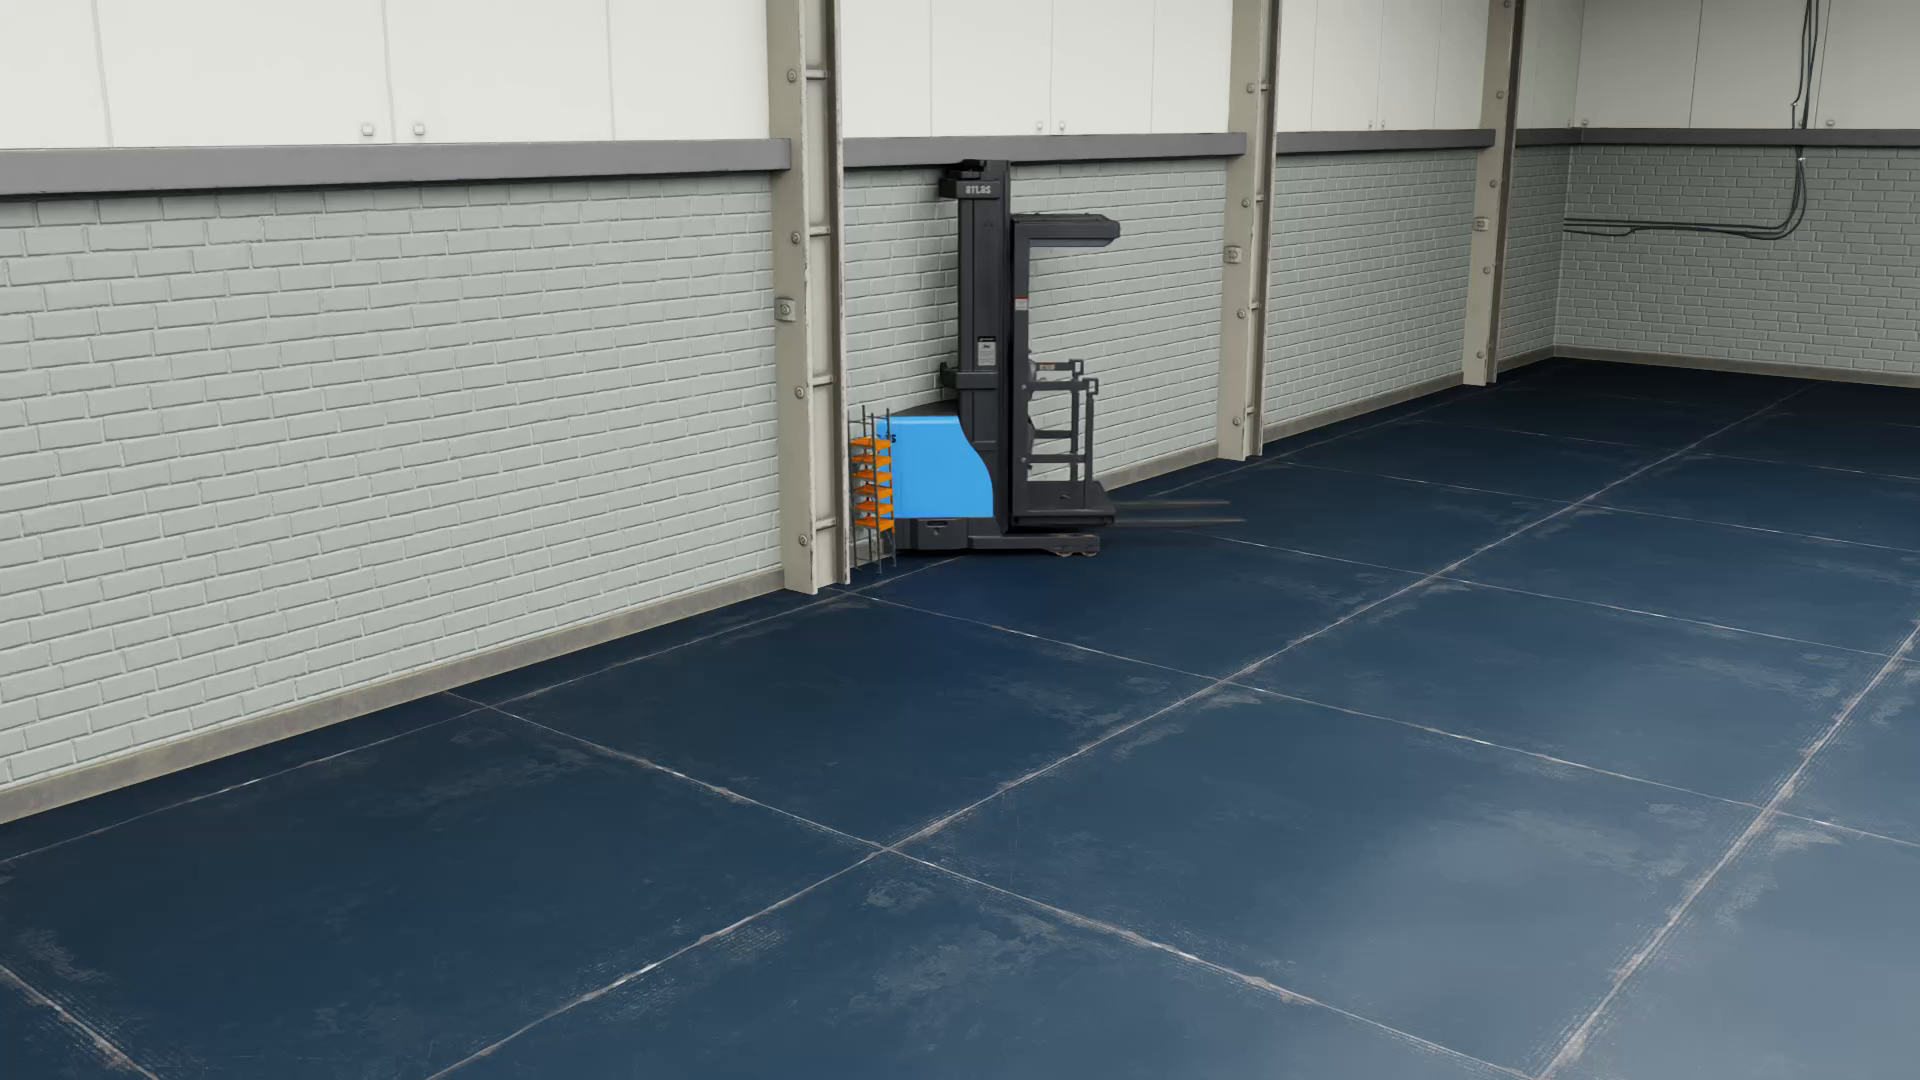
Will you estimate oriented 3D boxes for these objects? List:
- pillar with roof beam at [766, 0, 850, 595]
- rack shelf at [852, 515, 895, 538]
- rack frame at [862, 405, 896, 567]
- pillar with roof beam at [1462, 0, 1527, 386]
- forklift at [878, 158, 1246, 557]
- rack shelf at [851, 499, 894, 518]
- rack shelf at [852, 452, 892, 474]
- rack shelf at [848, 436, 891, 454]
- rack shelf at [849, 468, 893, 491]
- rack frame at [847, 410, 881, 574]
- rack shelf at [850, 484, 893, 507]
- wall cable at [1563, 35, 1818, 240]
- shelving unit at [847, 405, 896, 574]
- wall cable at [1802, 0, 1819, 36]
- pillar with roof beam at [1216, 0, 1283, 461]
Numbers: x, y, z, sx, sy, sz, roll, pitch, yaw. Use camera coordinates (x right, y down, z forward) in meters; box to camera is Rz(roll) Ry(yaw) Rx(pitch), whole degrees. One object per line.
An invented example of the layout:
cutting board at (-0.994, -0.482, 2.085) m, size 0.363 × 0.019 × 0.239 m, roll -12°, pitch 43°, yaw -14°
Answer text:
pillar with roof beam at (2.322, -3.374, 8.129) m, size 9.100 × 9.000 × 0.400 m, roll 11°, pitch 18°, yaw 38°
rack shelf at (-0.635, -0.096, 12.198) m, size 0.258 × 0.103 × 0.180 m, roll 10°, pitch 20°, yaw 33°
rack frame at (-0.592, -0.391, 12.188) m, size 0.240 × 1.200 × 0.006 m, roll 10°, pitch 20°, yaw 33°
pillar with roof beam at (9.865, -5.673, 17.176) m, size 9.100 × 9.000 × 0.400 m, roll 11°, pitch 18°, yaw 38°
forklift at (0.682, -1.423, 12.771) m, size 3.031 × 2.935 × 1.130 m, roll -1°, pitch 14°, yaw -2°
rack shelf at (-0.638, -0.211, 12.164) m, size 0.258 × 0.103 × 0.180 m, roll 10°, pitch 20°, yaw 33°
rack shelf at (-0.650, -0.555, 12.059) m, size 0.258 × 0.103 × 0.180 m, roll 10°, pitch 20°, yaw 33°
rack shelf at (-0.653, -0.670, 12.025) m, size 0.258 × 0.103 × 0.180 m, roll 10°, pitch 20°, yaw 33°
rack shelf at (-0.646, -0.440, 12.094) m, size 0.258 × 0.103 × 0.180 m, roll 10°, pitch 20°, yaw 33°
rack frame at (-0.695, -0.344, 12.044) m, size 0.240 × 1.200 × 0.006 m, roll 10°, pitch 20°, yaw 33°
rack shelf at (-0.642, -0.325, 12.129) m, size 0.258 × 0.103 × 0.180 m, roll 10°, pitch 20°, yaw 33°
wall cable at (9.396, -5.193, 21.596) m, size 3.097 × 2.526 × 0.112 m, roll 11°, pitch 18°, yaw 38°
shelving unit at (-0.643, -0.368, 12.116) m, size 0.258 × 1.200 × 0.189 m, roll 10°, pitch 20°, yaw 33°
wall cable at (11.500, -7.222, 19.326) m, size 3.097 × 2.526 × 0.112 m, roll 11°, pitch 18°, yaw 38°
pillar with roof beam at (6.093, -4.523, 12.653) m, size 9.100 × 9.000 × 0.400 m, roll 11°, pitch 18°, yaw 38°
